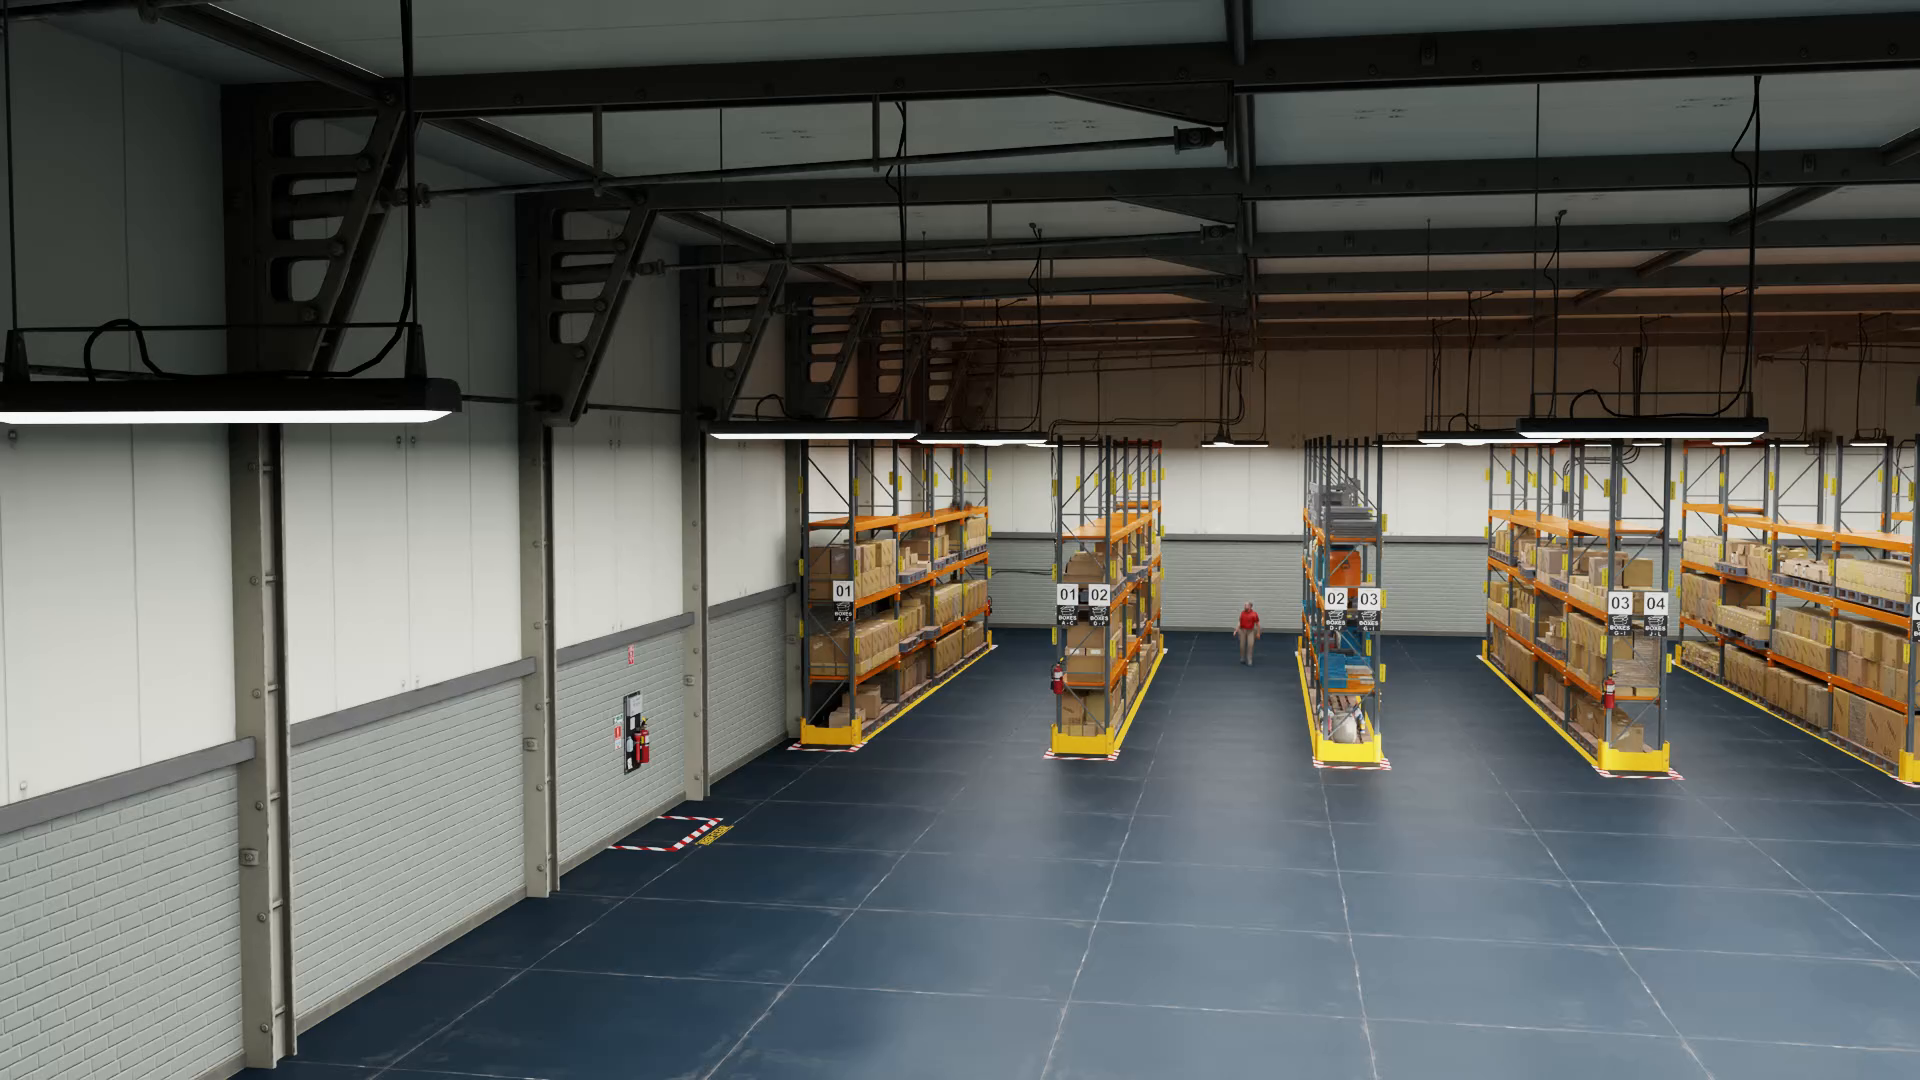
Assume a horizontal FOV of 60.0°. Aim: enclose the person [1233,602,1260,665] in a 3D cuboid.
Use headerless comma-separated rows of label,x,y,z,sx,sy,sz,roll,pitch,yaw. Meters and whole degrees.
person,7.656,2.483,44.376,0.715,1.668,1.048,1,3,11
